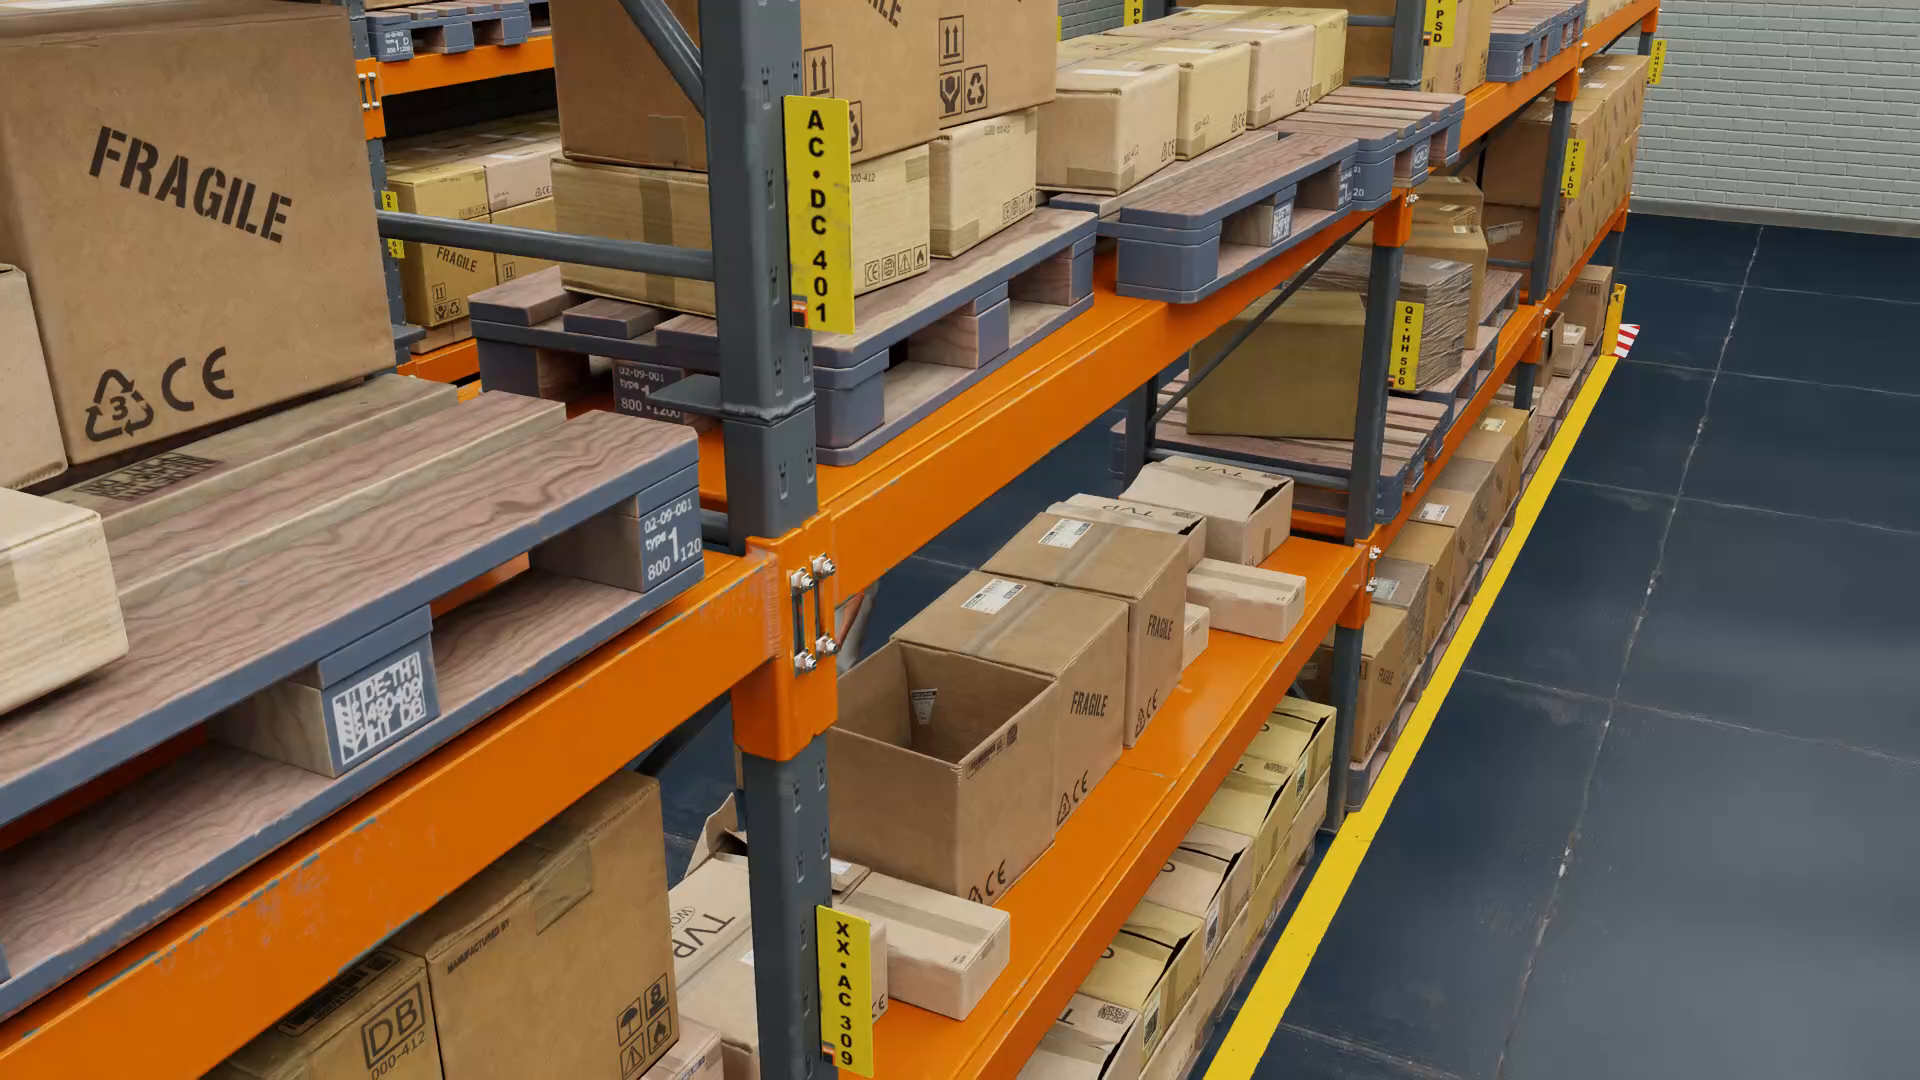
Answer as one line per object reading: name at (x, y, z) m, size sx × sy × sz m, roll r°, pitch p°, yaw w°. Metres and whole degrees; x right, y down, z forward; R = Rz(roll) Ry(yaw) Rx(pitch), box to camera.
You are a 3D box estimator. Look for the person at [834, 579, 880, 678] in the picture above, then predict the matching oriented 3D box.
person at (-0.589, 0.295, 7.308) m, size 0.491 × 1.362 × 0.652 m, roll 11°, pitch 25°, yaw 25°
